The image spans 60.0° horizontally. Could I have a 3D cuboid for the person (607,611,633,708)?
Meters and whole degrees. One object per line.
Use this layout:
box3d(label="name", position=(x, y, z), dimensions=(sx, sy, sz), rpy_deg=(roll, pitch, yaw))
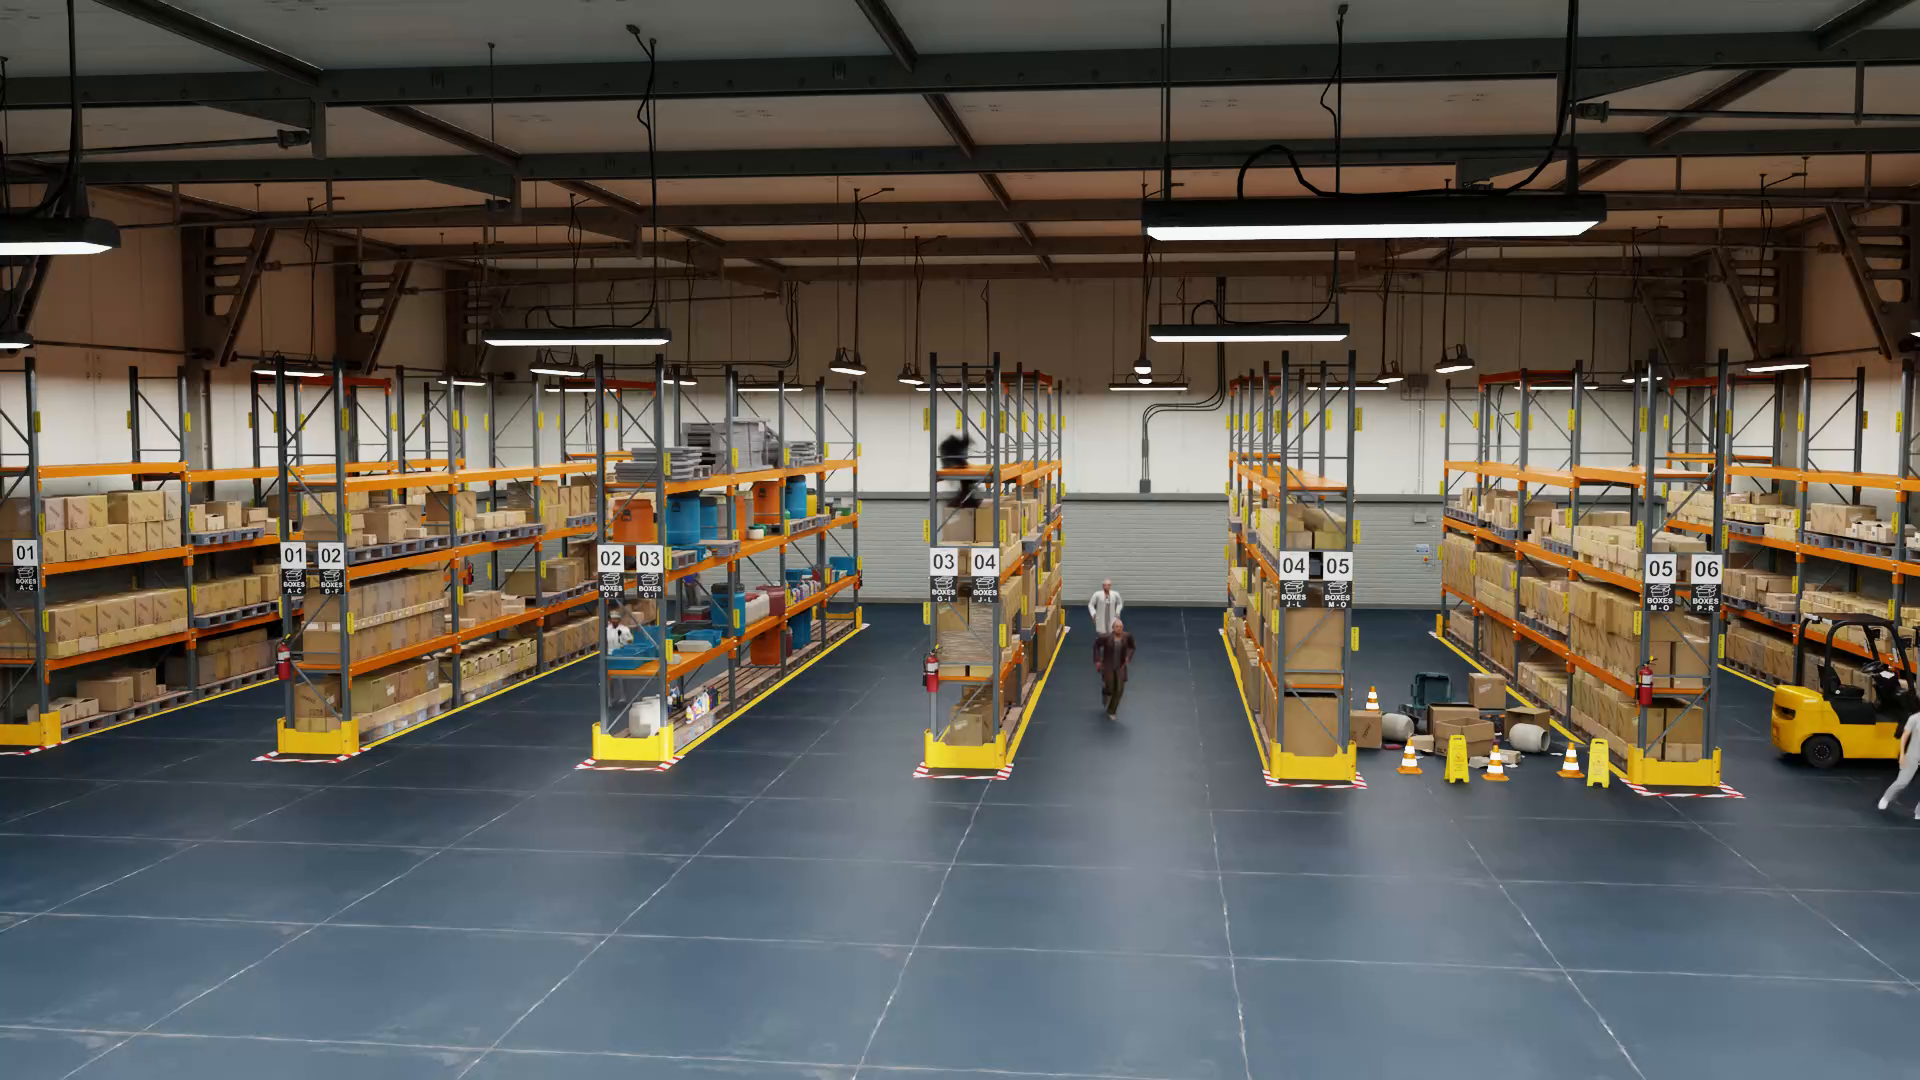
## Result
box3d(label="person", position=(-6.037, 2.095, 29.306), dimensions=(0.584, 1.732, 0.722), rpy_deg=(0, 4, 4))

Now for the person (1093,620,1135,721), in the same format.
box3d(label="person", position=(2.593, 2.177, 28.181), dimensions=(0.702, 1.721, 0.810), rpy_deg=(-1, 4, -14))

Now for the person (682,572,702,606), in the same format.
box3d(label="person", position=(-6.695, 1.258, 41.492), dimensions=(0.612, 1.652, 0.825), rpy_deg=(-2, 5, -29))

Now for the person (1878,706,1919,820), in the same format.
box3d(label="person", position=(12.056, 2.712, 20.983), dimensions=(0.692, 1.608, 0.652), rpy_deg=(1, 4, 11))

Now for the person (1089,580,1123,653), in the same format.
box3d(label="person", position=(3.060, 1.690, 34.872), dimensions=(0.727, 1.734, 0.721), rpy_deg=(0, 4, -6))
